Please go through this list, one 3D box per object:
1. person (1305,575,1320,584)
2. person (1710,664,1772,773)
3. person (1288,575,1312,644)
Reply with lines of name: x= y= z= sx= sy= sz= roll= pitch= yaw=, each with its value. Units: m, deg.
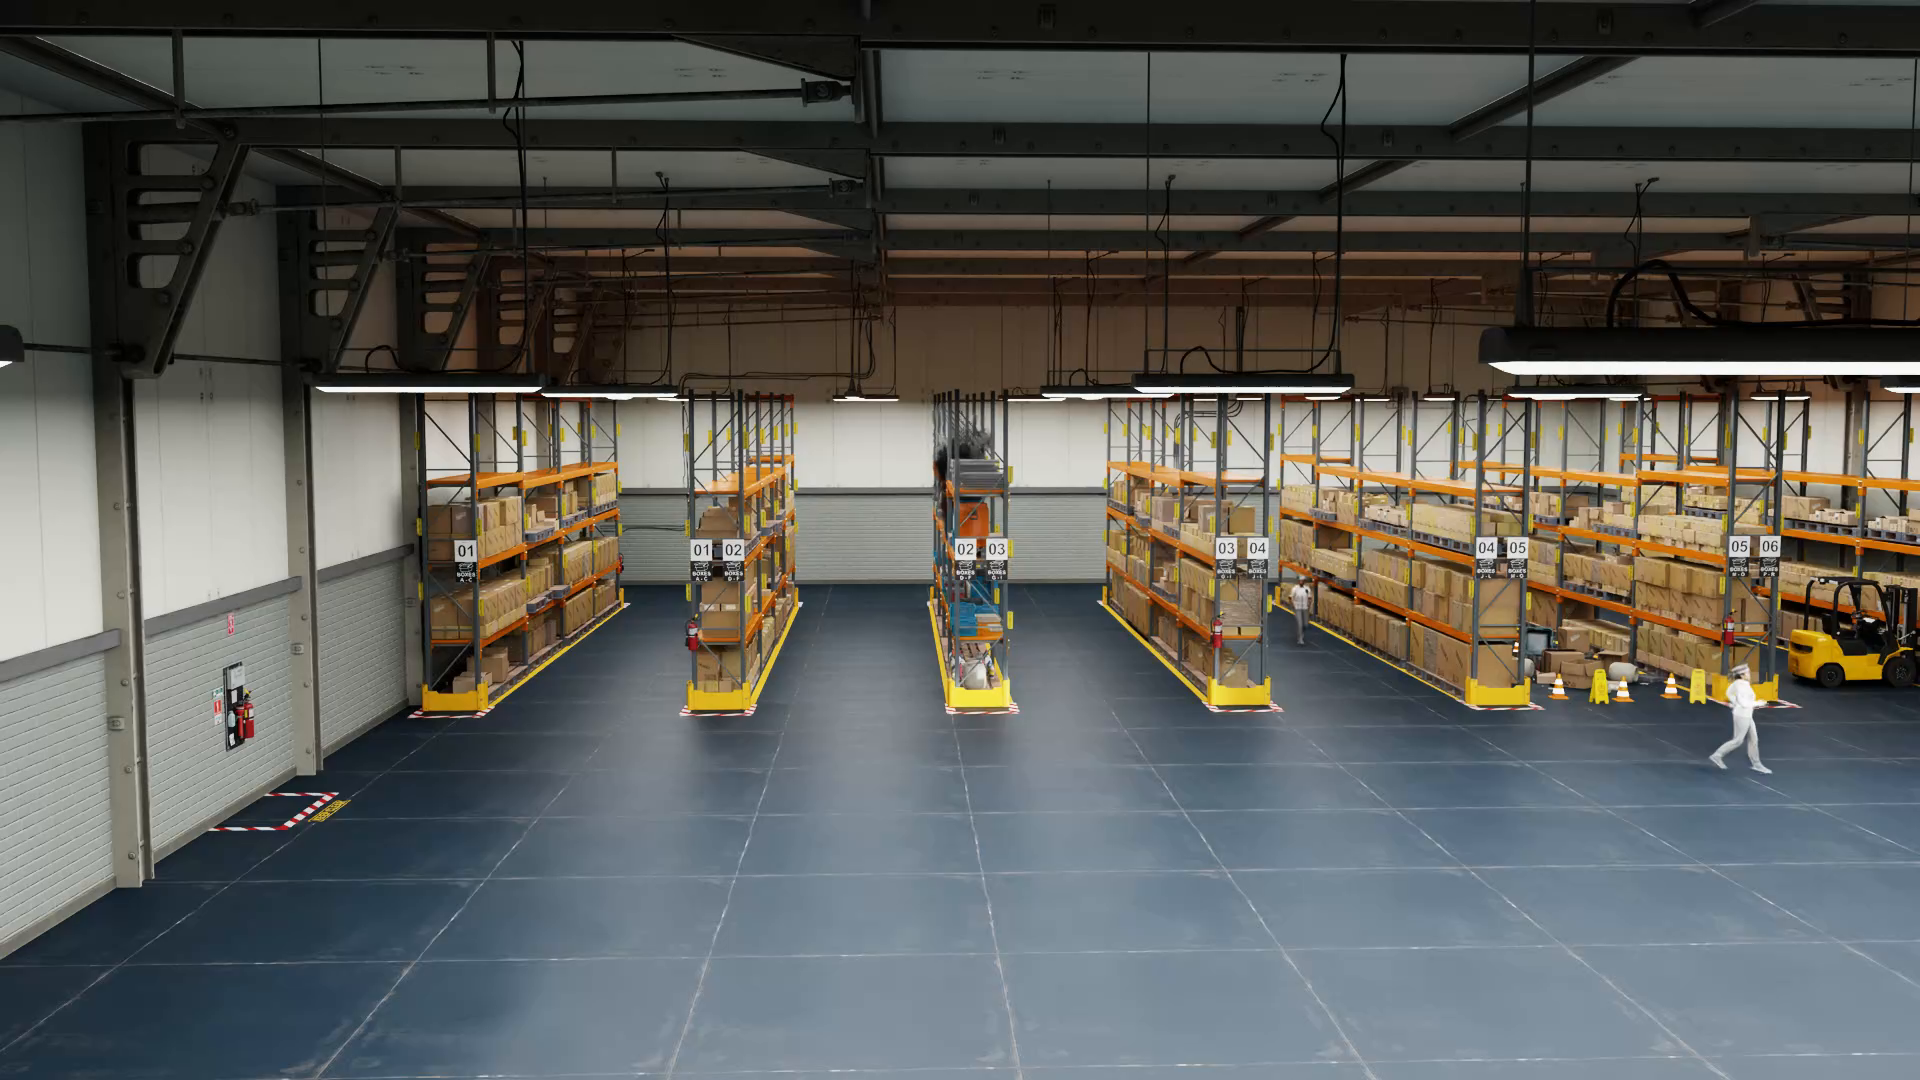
person: x=10.356 y=0.924 z=49.046 sx=0.814 sy=1.656 sz=0.736 roll=3 pitch=6 yaw=36
person: x=12.113 y=2.747 z=25.741 sx=0.878 sy=1.689 sz=0.616 roll=2 pitch=5 yaw=26
person: x=8.159 y=1.647 z=39.829 sx=0.543 sy=1.654 sz=0.636 roll=0 pitch=5 yaw=-1
